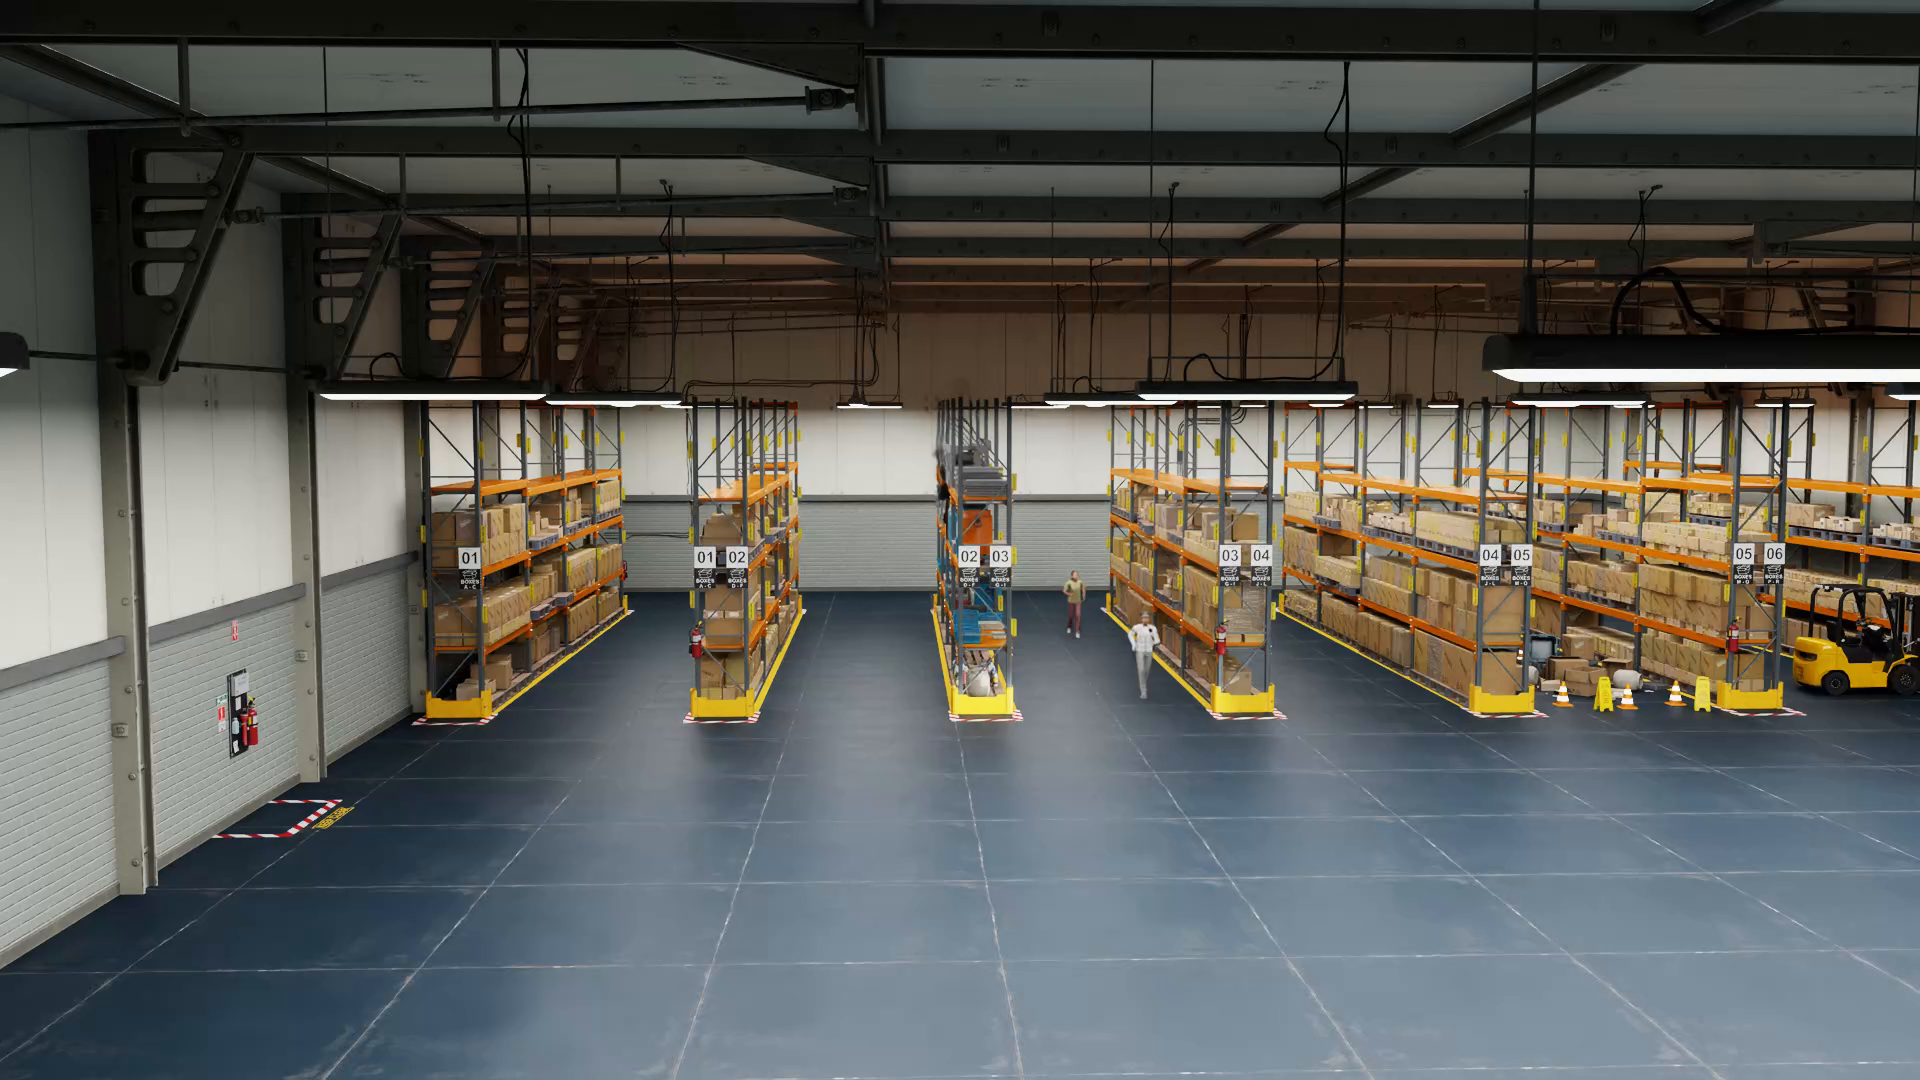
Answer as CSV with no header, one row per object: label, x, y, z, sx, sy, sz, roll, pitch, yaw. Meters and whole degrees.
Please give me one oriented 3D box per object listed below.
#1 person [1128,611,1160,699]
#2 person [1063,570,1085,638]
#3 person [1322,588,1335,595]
person,3.669,2.279,33.523,0.504,1.717,0.902,0,4,-3
person,2.911,1.613,42.373,0.593,1.696,0.856,-1,4,-8
person,11.050,1.103,49.508,0.558,1.612,0.574,-2,5,-23
